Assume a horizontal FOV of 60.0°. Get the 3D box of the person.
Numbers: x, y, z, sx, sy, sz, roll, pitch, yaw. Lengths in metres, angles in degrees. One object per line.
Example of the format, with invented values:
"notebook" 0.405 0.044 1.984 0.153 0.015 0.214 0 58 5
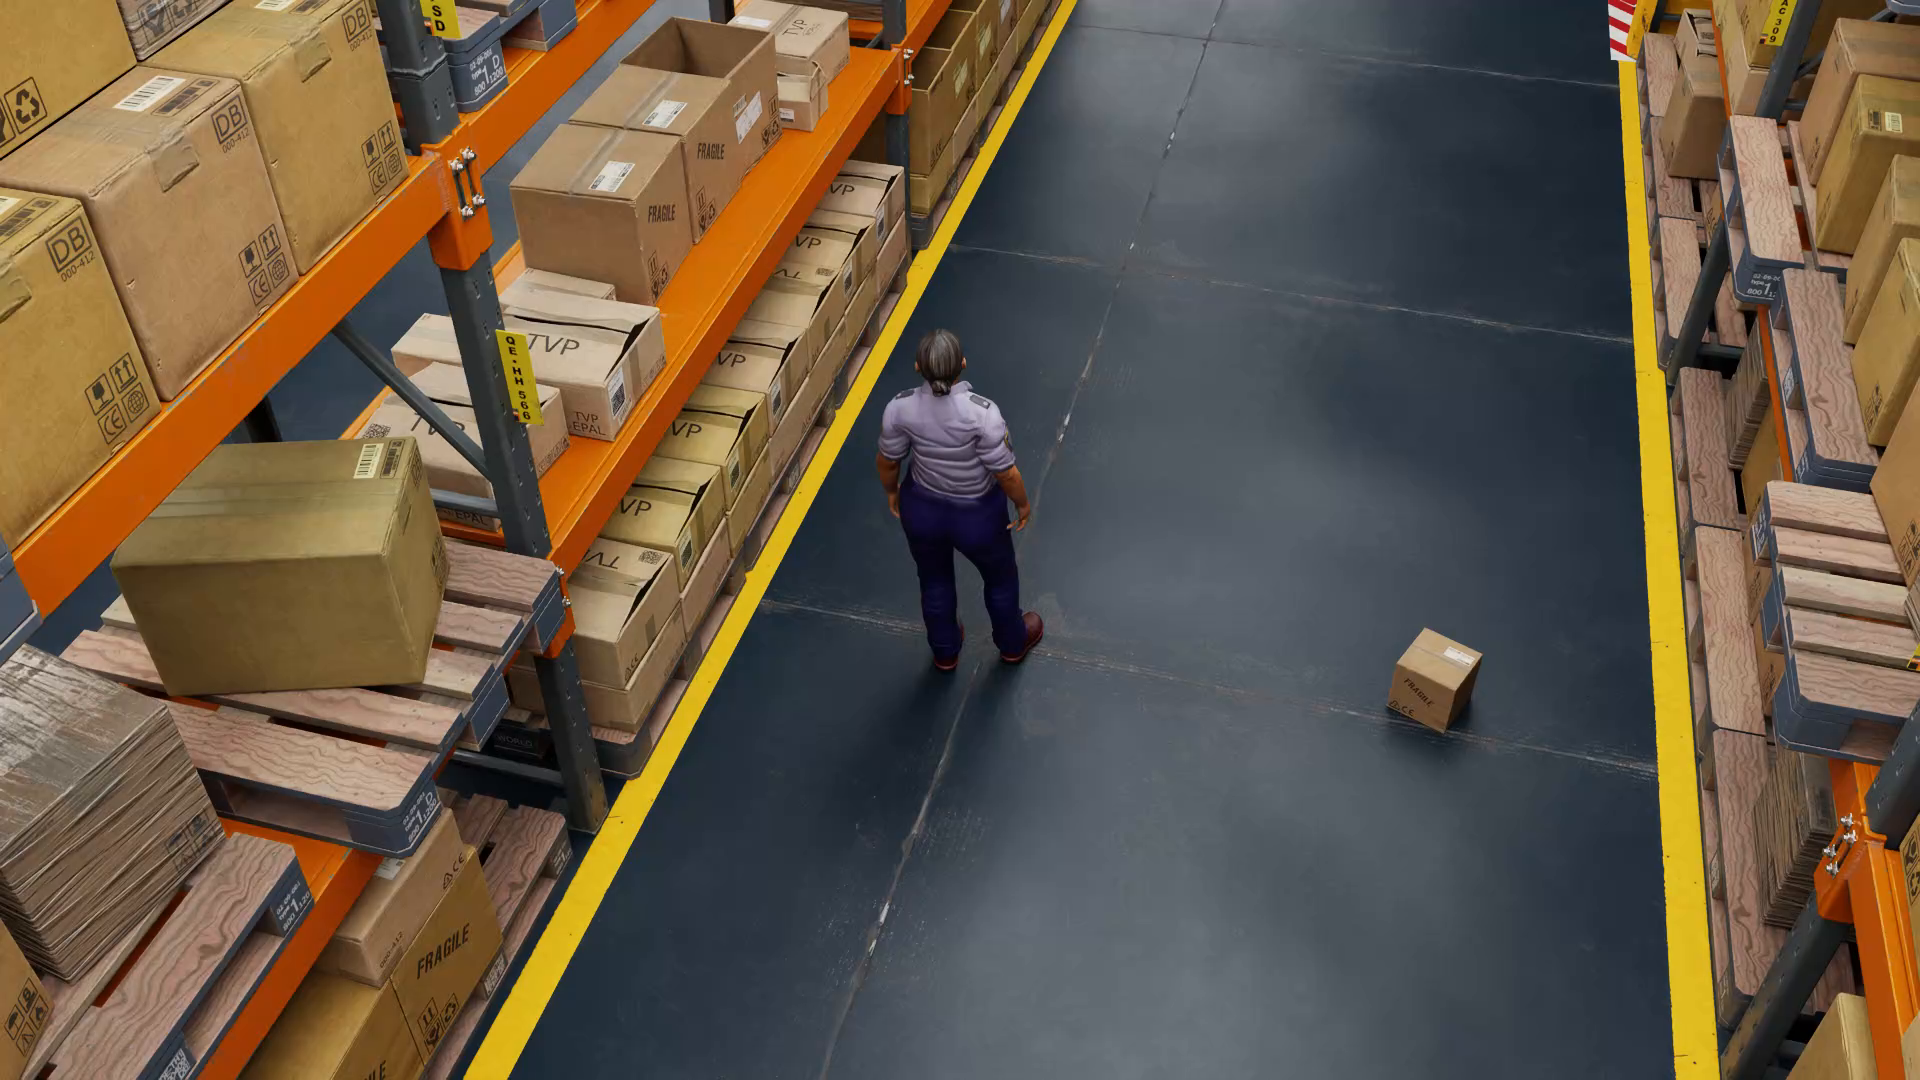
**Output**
"person" 0.052 0.070 6.544 0.525 1.033 0.500 10 42 11
